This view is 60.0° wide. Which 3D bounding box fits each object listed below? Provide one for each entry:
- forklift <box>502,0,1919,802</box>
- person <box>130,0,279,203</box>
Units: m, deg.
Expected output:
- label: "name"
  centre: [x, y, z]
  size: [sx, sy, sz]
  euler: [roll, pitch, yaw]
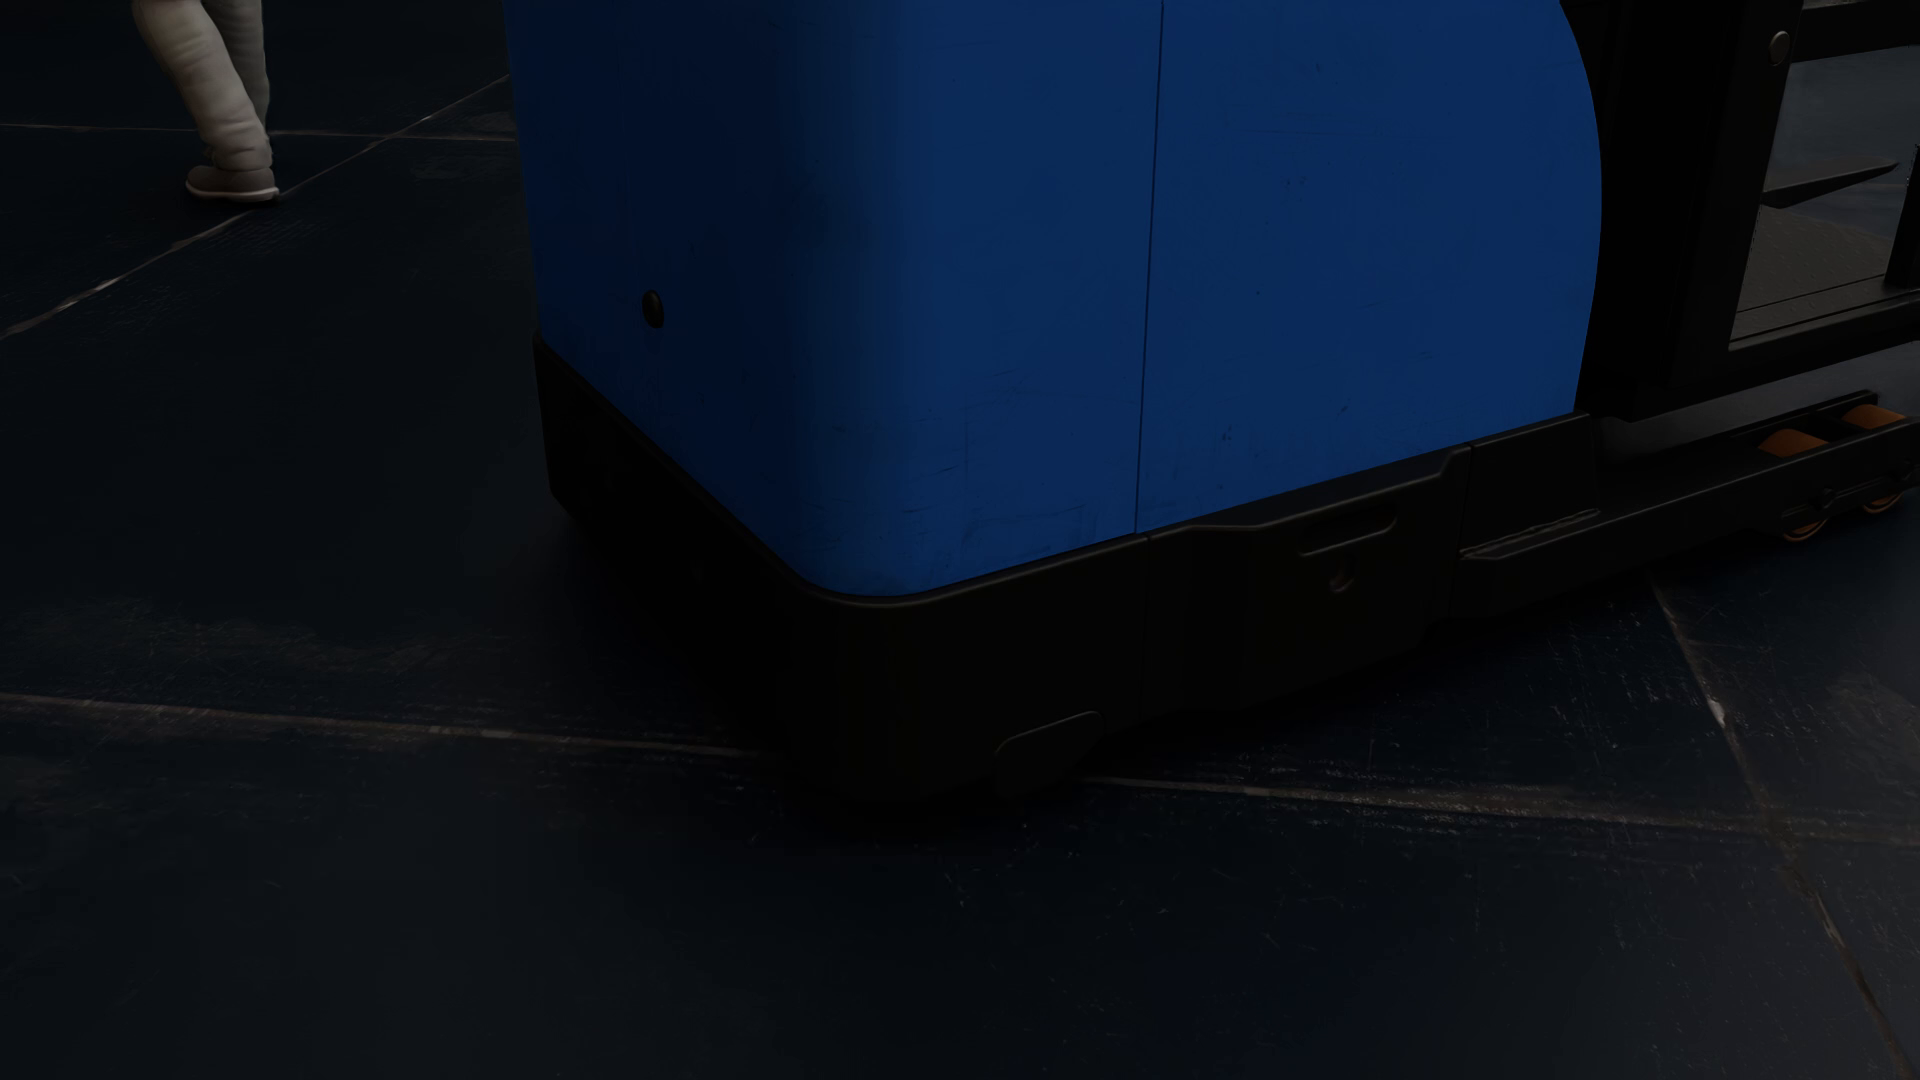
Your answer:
- label: "forklift"
  centre: [0.914, -1.495, 2.214]
  size: [3.031, 2.935, 1.130]
  euler: [-15, 30, -27]
- label: "person"
  centre: [-1.929, -1.720, 4.075]
  size: [0.694, 1.756, 1.011]
  euler: [20, 33, 35]
